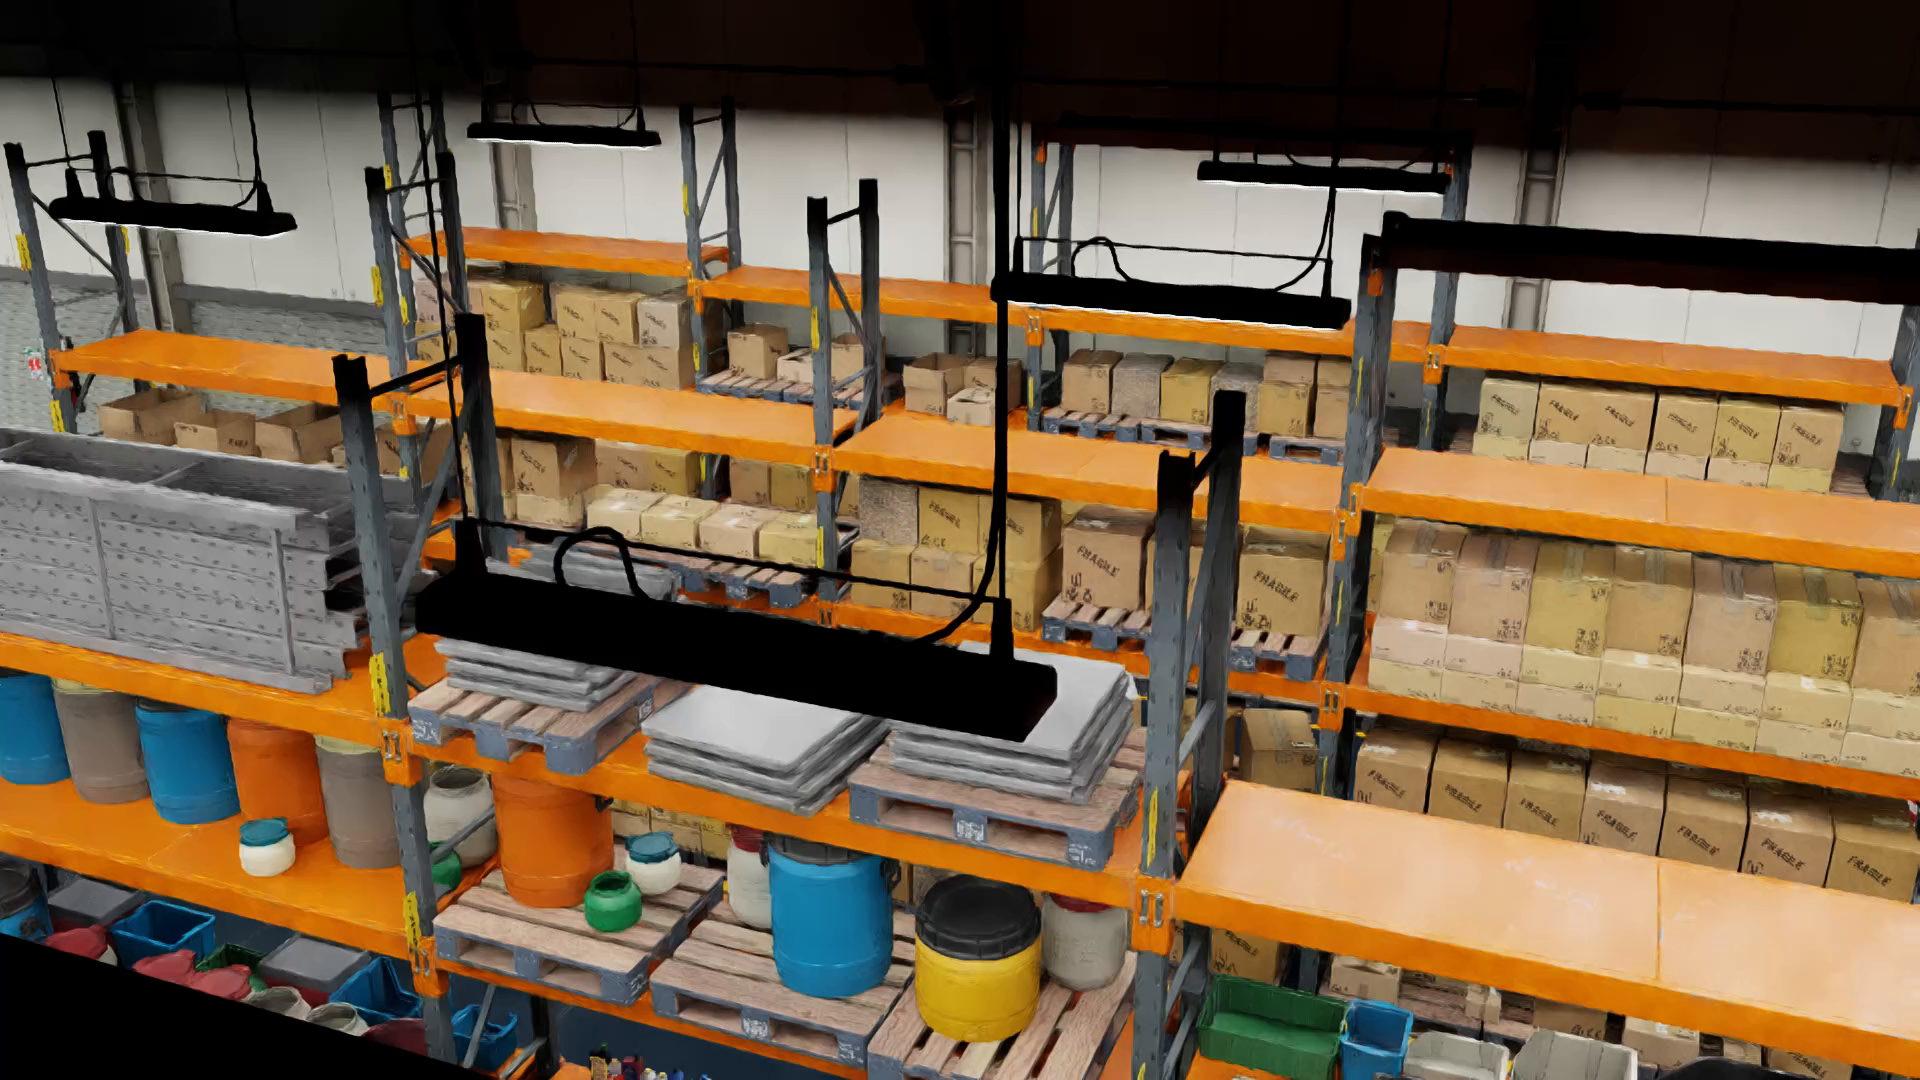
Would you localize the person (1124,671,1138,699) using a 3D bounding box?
[{"bbox_3d":[1.497,1.562,15.892,0.574,1.725,0.677,7,22,18],"label":"person"}]
